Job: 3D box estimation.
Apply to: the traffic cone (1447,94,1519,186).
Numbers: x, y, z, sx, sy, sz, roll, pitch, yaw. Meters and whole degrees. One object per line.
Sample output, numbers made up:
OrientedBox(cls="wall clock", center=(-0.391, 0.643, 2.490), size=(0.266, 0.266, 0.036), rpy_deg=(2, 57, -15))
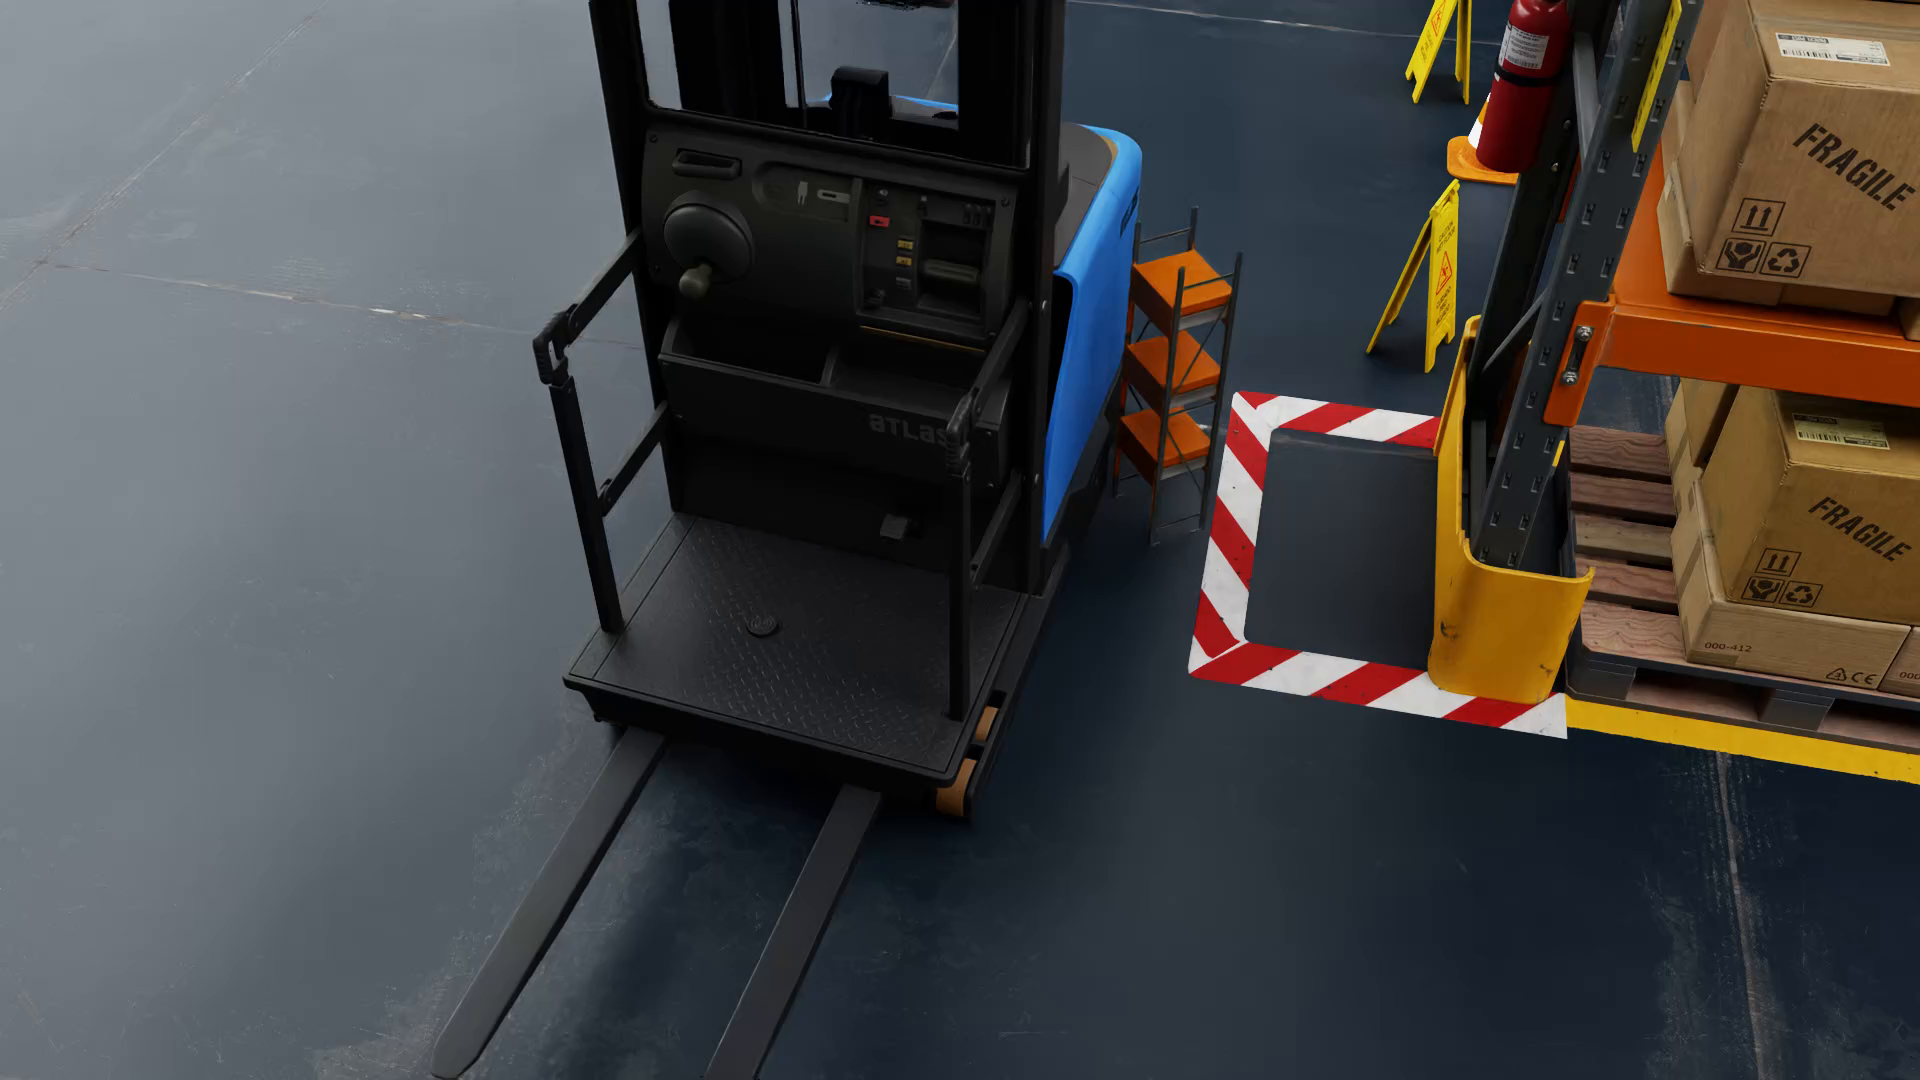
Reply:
OrientedBox(cls="traffic cone", center=(2.184, -1.729, 6.713), size=(0.334, 0.463, 0.336), rpy_deg=(9, 45, 9))

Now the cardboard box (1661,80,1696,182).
OrientedBox(cls="cardboard box", center=(1.984, -1.030, 4.339), size=(0.250, 0.149, 0.380), rpy_deg=(10, 45, 10))

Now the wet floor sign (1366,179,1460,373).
OrientedBox(cls="wet floor sign", center=(1.621, -0.937, 5.759), size=(0.232, 0.644, 0.267), rpy_deg=(24, 49, 23))

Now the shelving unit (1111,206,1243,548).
OrientedBox(cls="shelving unit", center=(0.633, -0.462, 4.973), size=(0.215, 1.050, 0.252), rpy_deg=(-17, 47, -17))

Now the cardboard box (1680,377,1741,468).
OrientedBox(cls="cardboard box", center=(2.411, -0.519, 4.765), size=(0.500, 0.500, 0.500), rpy_deg=(9, 45, 9))

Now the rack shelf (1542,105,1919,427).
OrientedBox(cls="rack shelf", center=(3.524, -0.471, 4.095), size=(4.000, 0.370, 1.077), rpy_deg=(9, 45, 9))

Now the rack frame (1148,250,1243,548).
OrientedBox(cls="rack frame", center=(0.684, -0.385, 4.893), size=(0.200, 1.050, 0.008), rpy_deg=(-17, 47, -17))

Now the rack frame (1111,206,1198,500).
OrientedBox(cls="rack frame", center=(0.583, -0.539, 5.053), size=(0.200, 1.050, 0.008), rpy_deg=(-17, 47, -17))

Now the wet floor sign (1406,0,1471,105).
OrientedBox(cls="wet floor sign", center=(2.094, -2.214, 7.085), size=(0.232, 0.644, 0.267), rpy_deg=(2, 44, 2))

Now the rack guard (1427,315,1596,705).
OrientedBox(cls="rack guard", center=(1.647, -0.121, 5.015), size=(0.348, 0.500, 1.175), rpy_deg=(9, 45, 9))

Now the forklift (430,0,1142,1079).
OrientedBox(cls="forklift", center=(-0.387, -0.633, 3.794), size=(1.130, 2.935, 3.031), rpy_deg=(13, 45, 13))

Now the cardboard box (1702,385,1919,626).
OrientedBox(cls="cardboard box", center=(2.323, -0.151, 4.383), size=(0.500, 0.500, 0.500), rpy_deg=(7, 44, 8))

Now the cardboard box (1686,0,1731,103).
OrientedBox(cls="cardboard box", center=(2.162, -1.280, 4.130), size=(0.500, 0.500, 0.500), rpy_deg=(8, 44, 8))

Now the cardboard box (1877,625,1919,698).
OrientedBox(cls="cardboard box", center=(2.796, 0.198, 4.561), size=(0.500, 0.250, 0.500), rpy_deg=(10, 45, 11))

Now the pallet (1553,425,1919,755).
OrientedBox(cls="pallet", center=(2.432, 0.130, 4.962), size=(1.213, 0.211, 1.003), rpy_deg=(9, 45, 9))

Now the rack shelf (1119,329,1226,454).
OrientedBox(cls="rack shelf", center=(0.633, -0.454, 4.980), size=(0.215, 0.259, 0.240), rpy_deg=(-17, 47, -17))

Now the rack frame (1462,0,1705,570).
OrientedBox(cls="rack frame", center=(1.573, -1.033, 4.160), size=(0.127, 3.000, 1.000), rpy_deg=(9, 45, 9))

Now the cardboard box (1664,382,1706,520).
OrientedBox(cls="cardboard box", center=(2.444, -0.249, 5.026), size=(0.500, 0.250, 0.500), rpy_deg=(9, 45, 9))

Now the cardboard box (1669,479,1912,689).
OrientedBox(cls="cardboard box", center=(2.299, 0.116, 4.646), size=(0.500, 0.250, 0.500), rpy_deg=(8, 45, 9))

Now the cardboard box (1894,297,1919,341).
OrientedBox(cls="cardboard box", center=(2.349, -0.627, 3.920), size=(0.250, 0.149, 0.380), rpy_deg=(8, 44, 8))

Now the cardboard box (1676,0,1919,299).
OrientedBox(cls="cardboard box", center=(1.974, -0.917, 3.753), size=(0.500, 0.500, 0.500), rpy_deg=(8, 45, 8))

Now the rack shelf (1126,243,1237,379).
OrientedBox(cls="rack shelf", center=(0.634, -0.659, 4.783), size=(0.215, 0.259, 0.240), rpy_deg=(-17, 47, -17))

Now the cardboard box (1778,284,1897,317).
OrientedBox(cls="cardboard box", center=(2.108, -0.722, 4.018), size=(0.250, 0.149, 0.380), rpy_deg=(9, 45, 10))

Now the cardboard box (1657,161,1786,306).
OrientedBox(cls="cardboard box", center=(1.859, -0.751, 4.048), size=(0.250, 0.149, 0.380), rpy_deg=(9, 45, 9))

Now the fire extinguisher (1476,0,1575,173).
OrientedBox(cls="fire extinguisher", center=(1.561, -1.334, 4.529), size=(0.183, 0.674, 0.296), rpy_deg=(9, 45, 9))

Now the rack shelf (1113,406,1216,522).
OrientedBox(cls="rack shelf", center=(0.633, -0.254, 5.172), size=(0.215, 0.259, 0.240), rpy_deg=(-17, 47, -17))

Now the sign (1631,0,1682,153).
OrientedBox(cls="sign", center=(1.454, -0.977, 3.478), size=(0.005, 0.325, 0.100), rpy_deg=(9, 45, 9))
